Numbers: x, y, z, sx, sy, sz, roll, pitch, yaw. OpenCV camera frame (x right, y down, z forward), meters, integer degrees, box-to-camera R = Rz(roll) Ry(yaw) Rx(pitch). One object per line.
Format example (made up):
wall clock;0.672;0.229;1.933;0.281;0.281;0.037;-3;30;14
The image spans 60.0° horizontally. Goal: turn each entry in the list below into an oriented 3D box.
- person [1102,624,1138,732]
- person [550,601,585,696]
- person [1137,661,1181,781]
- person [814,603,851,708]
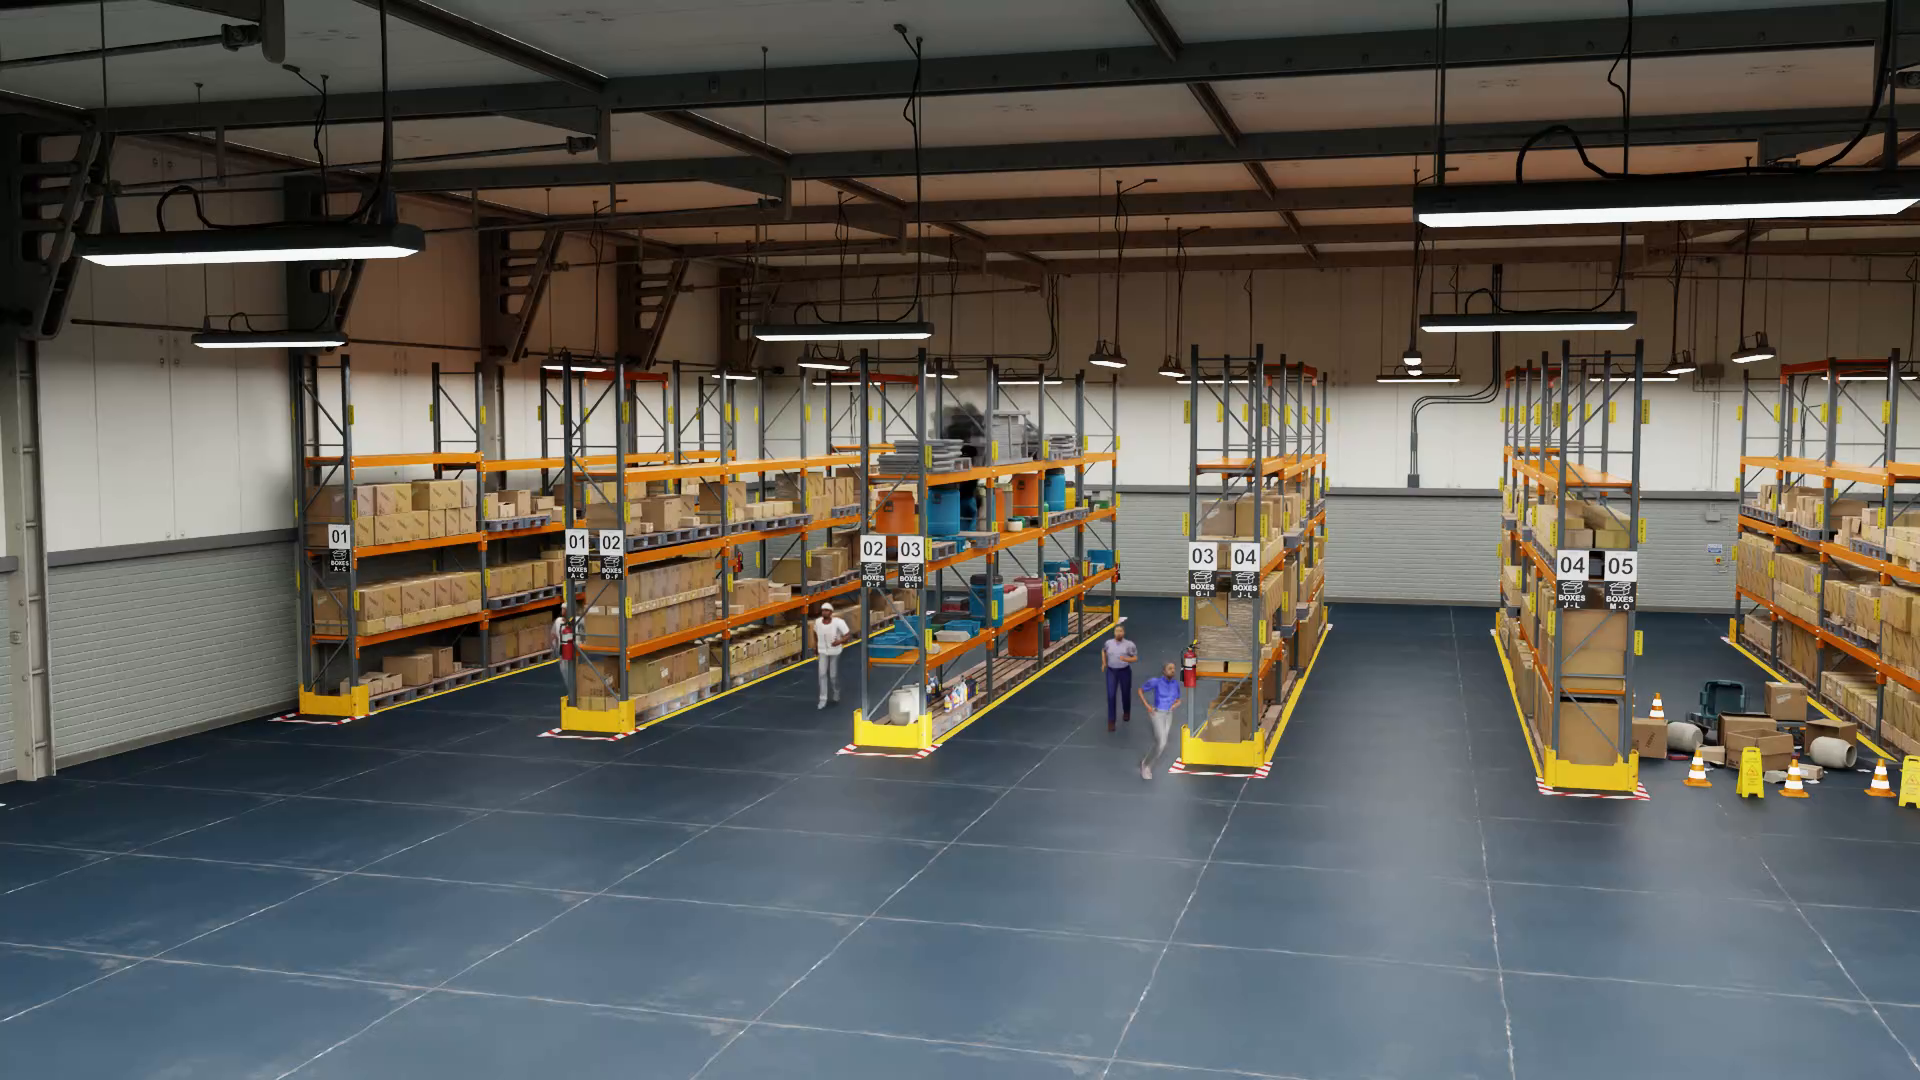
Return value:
person;2.544;2.169;26.590;0.601;1.648;0.934;1;4;10
person;-6.815;1.955;28.937;0.682;1.776;0.666;1;4;12
person;2.766;2.485;22.941;0.587;1.650;0.611;-3;5;-31
person;-2.215;1.984;28.708;0.704;1.834;0.745;1;4;12
